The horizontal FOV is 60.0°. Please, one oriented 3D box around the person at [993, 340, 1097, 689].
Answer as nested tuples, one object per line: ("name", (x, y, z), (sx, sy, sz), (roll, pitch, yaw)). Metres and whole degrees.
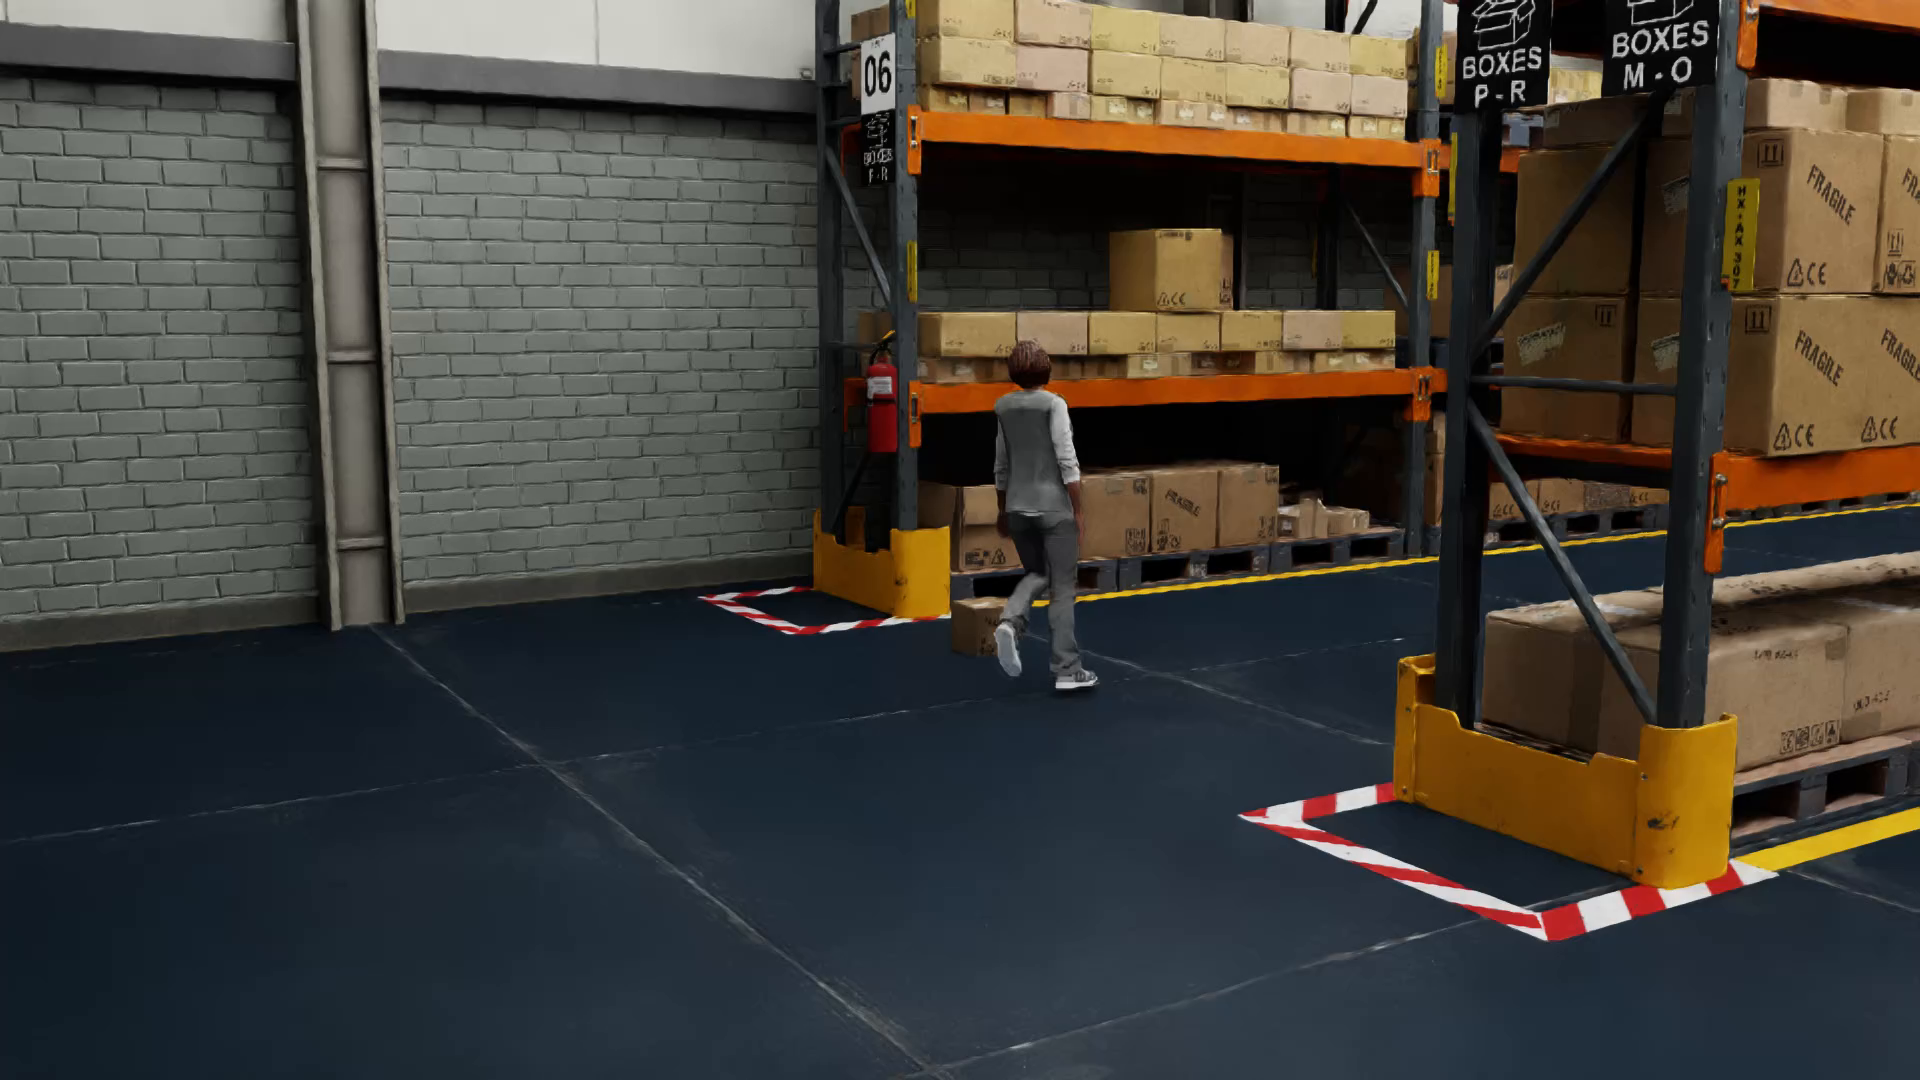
("person", (0.332, -0.109, 7.529), (0.498, 1.583, 0.499), (6, 11, 37))
